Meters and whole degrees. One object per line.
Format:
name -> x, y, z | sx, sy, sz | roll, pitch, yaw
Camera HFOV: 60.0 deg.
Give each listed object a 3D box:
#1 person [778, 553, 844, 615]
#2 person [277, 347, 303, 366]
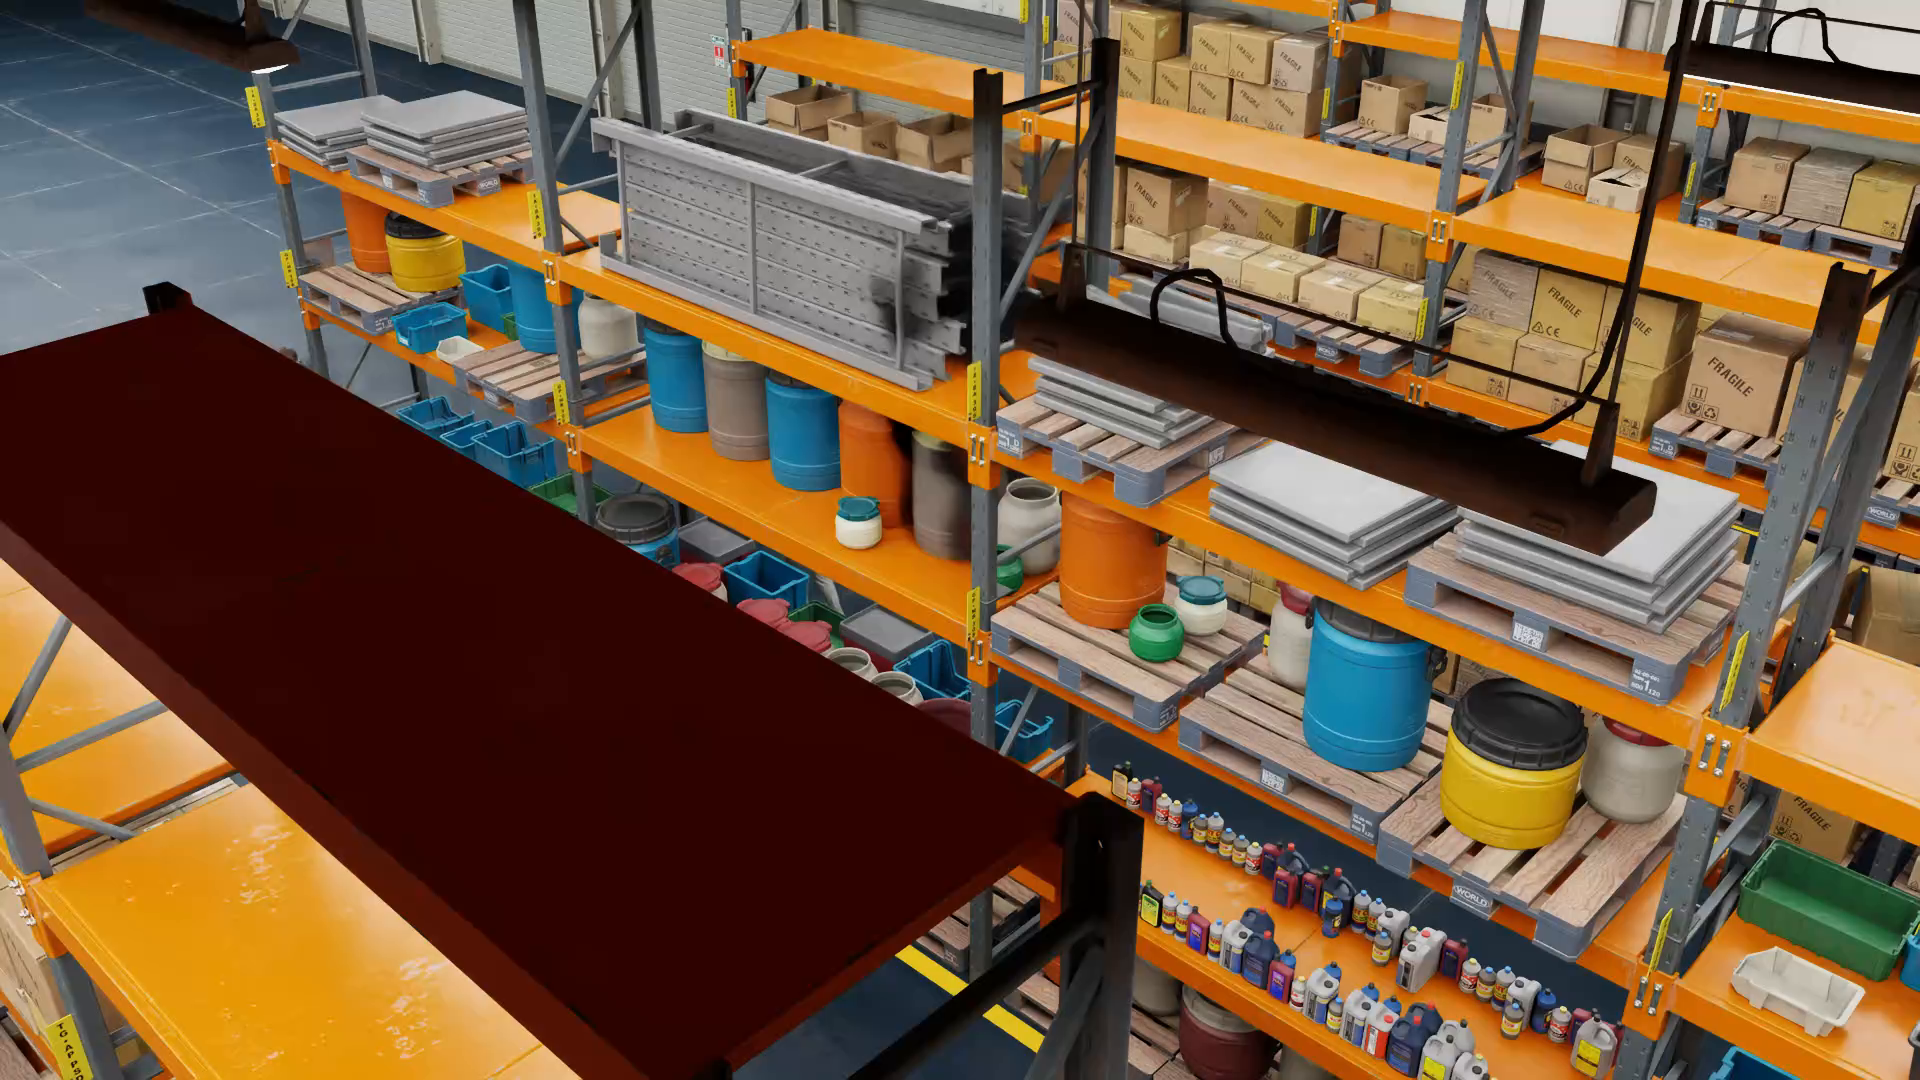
person -> -1.340, 0.006, 14.529 | 0.726, 1.740, 0.590 | 19, 34, 30
person -> -6.637, -1.148, 16.611 | 0.556, 1.638, 0.608 | -4, 30, -7
